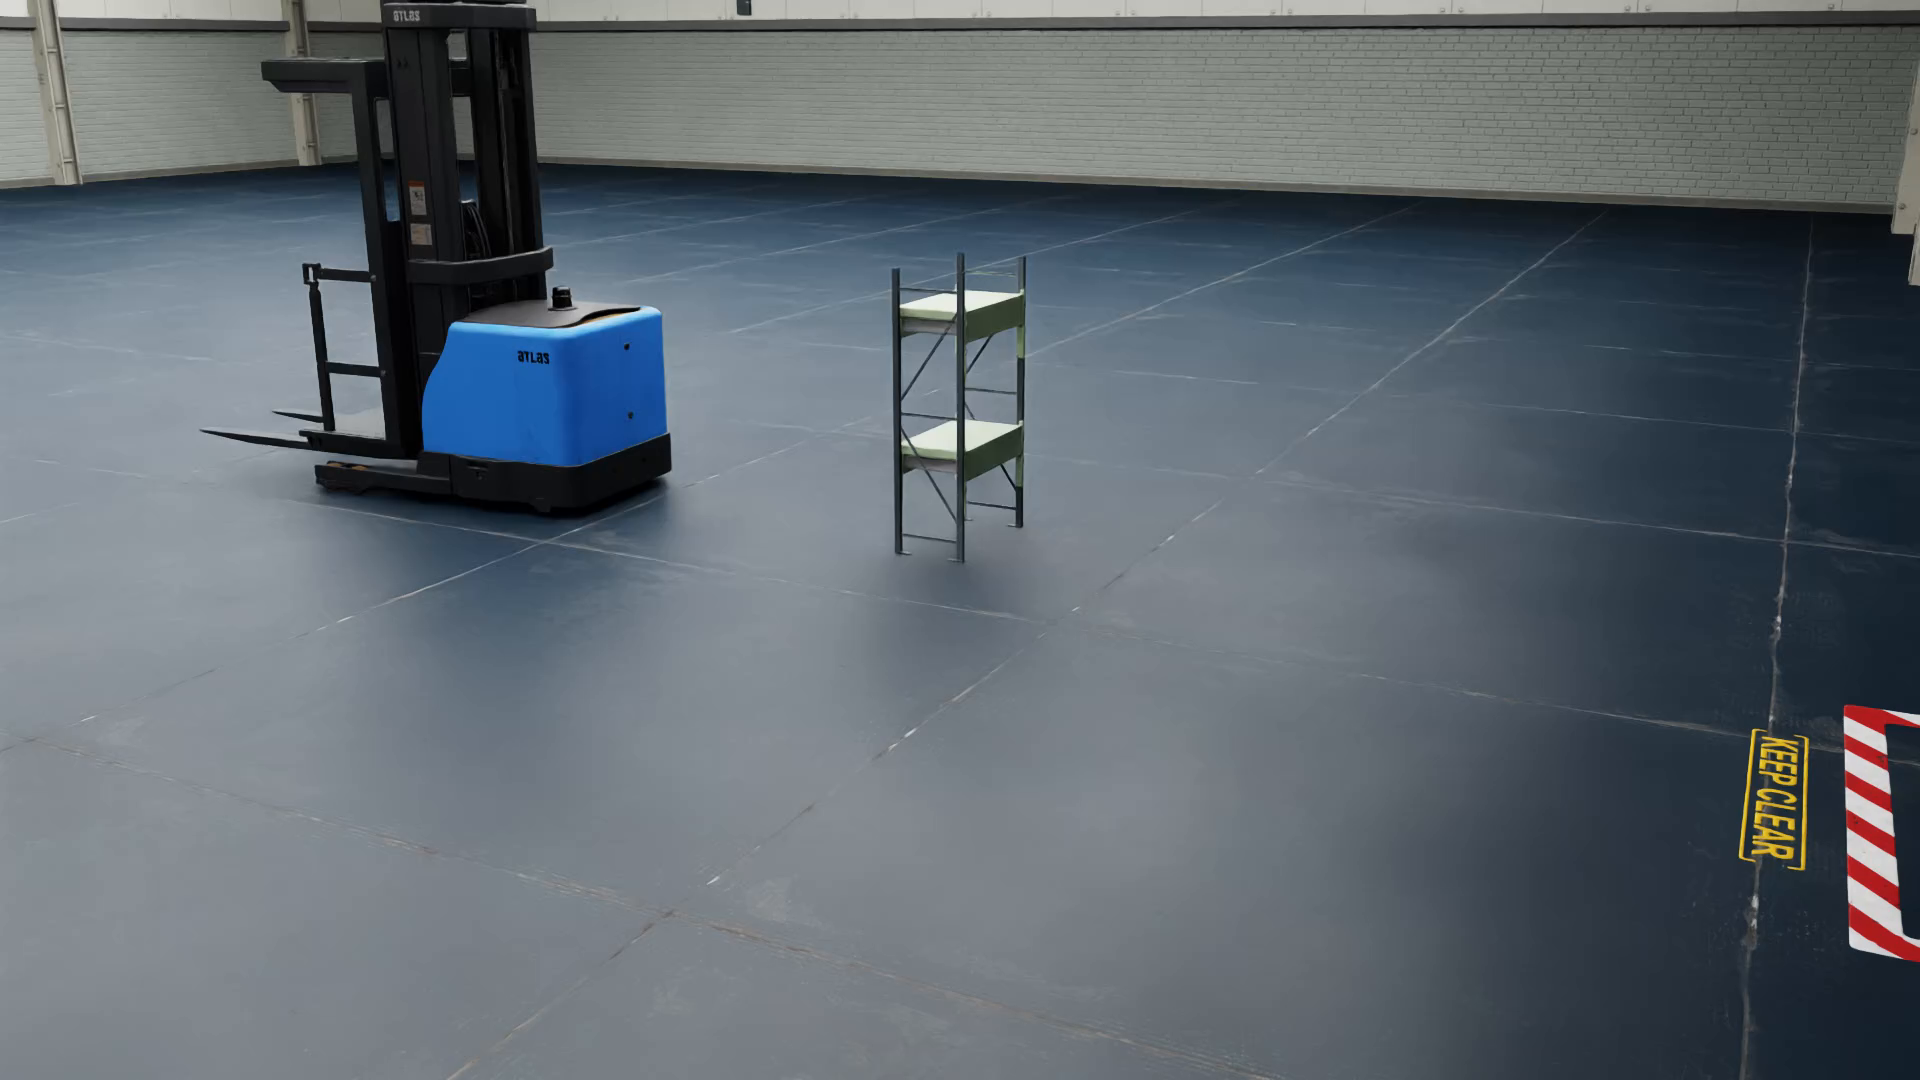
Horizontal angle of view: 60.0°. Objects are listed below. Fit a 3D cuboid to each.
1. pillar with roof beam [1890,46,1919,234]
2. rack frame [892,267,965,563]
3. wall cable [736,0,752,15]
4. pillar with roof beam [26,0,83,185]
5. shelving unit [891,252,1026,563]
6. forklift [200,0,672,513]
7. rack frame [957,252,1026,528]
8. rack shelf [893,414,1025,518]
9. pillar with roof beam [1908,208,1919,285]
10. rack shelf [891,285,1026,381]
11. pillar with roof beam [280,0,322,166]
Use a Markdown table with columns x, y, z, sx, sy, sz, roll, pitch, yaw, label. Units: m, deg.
| x | y | z | sx | sy | sz | roll | pitch | yaw | label |
| --- | --- | --- | --- | --- | --- | --- | --- | --- | --- |
| 9.714 | -9.285 | 24.481 | 9.100 | 9.000 | 0.400 | 8 | 18 | 25 | pillar with roof beam |
| -0.161 | -0.627 | 8.503 | 0.400 | 1.500 | 0.023 | 8 | 18 | 25 | rack frame |
| -3.629 | -13.746 | 33.526 | 2.305 | 6.003 | 0.169 | 8 | 18 | 25 | wall cable |
| -13.444 | -10.669 | 29.140 | 9.100 | 9.000 | 0.400 | 8 | 18 | 25 | pillar with roof beam |
| 0.003 | -0.721 | 8.817 | 0.431 | 1.500 | 0.755 | 8 | 18 | 25 | shelving unit |
| -3.336 | -1.813 | 9.981 | 3.031 | 2.935 | 1.130 | 7 | 18 | 22 | forklift |
| 0.167 | -0.814 | 9.130 | 0.400 | 1.500 | 0.023 | 8 | 18 | 25 | rack frame |
| 0.003 | -0.408 | 8.909 | 0.431 | 0.370 | 0.720 | 8 | 18 | 25 | rack shelf |
| 7.033 | -7.757 | 19.336 | 9.100 | 9.000 | 0.400 | 8 | 18 | 25 | pillar with roof beam |
| 0.003 | -1.095 | 8.705 | 0.431 | 0.370 | 0.720 | 8 | 18 | 25 | rack shelf |
| -10.763 | -12.197 | 34.286 | 9.100 | 9.000 | 0.400 | 8 | 18 | 25 | pillar with roof beam |
